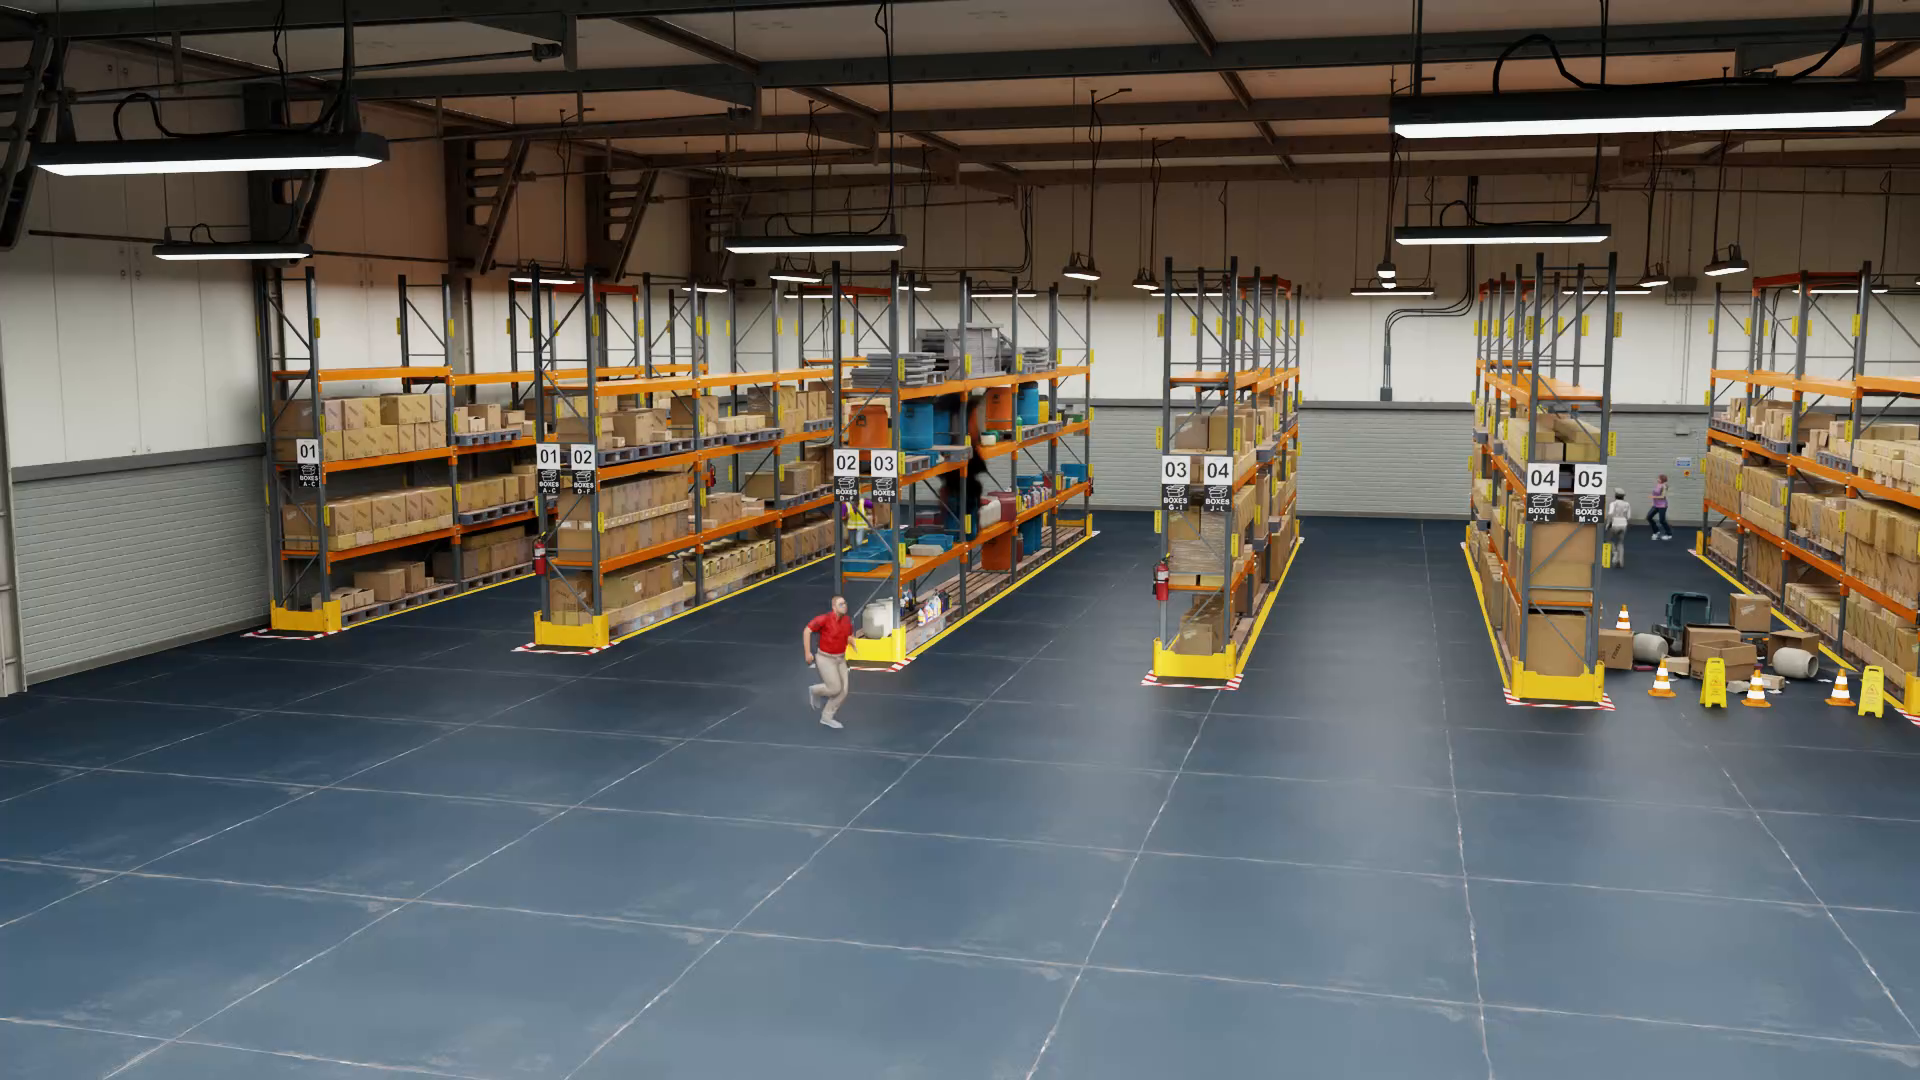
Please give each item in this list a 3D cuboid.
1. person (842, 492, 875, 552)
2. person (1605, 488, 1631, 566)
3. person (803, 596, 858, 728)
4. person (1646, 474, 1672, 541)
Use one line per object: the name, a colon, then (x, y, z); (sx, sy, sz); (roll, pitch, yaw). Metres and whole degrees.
person: (-2.124, -0.202, 34.239); (0.727, 1.793, 0.839); (1, 7, 4)
person: (13.890, -0.273, 35.208); (0.592, 1.634, 0.633); (-1, 7, -6)
person: (-1.602, 1.539, 20.974); (0.692, 1.682, 0.704); (7, 10, 42)
person: (16.512, -0.769, 39.264); (0.671, 1.604, 0.505); (-1, 7, -8)
